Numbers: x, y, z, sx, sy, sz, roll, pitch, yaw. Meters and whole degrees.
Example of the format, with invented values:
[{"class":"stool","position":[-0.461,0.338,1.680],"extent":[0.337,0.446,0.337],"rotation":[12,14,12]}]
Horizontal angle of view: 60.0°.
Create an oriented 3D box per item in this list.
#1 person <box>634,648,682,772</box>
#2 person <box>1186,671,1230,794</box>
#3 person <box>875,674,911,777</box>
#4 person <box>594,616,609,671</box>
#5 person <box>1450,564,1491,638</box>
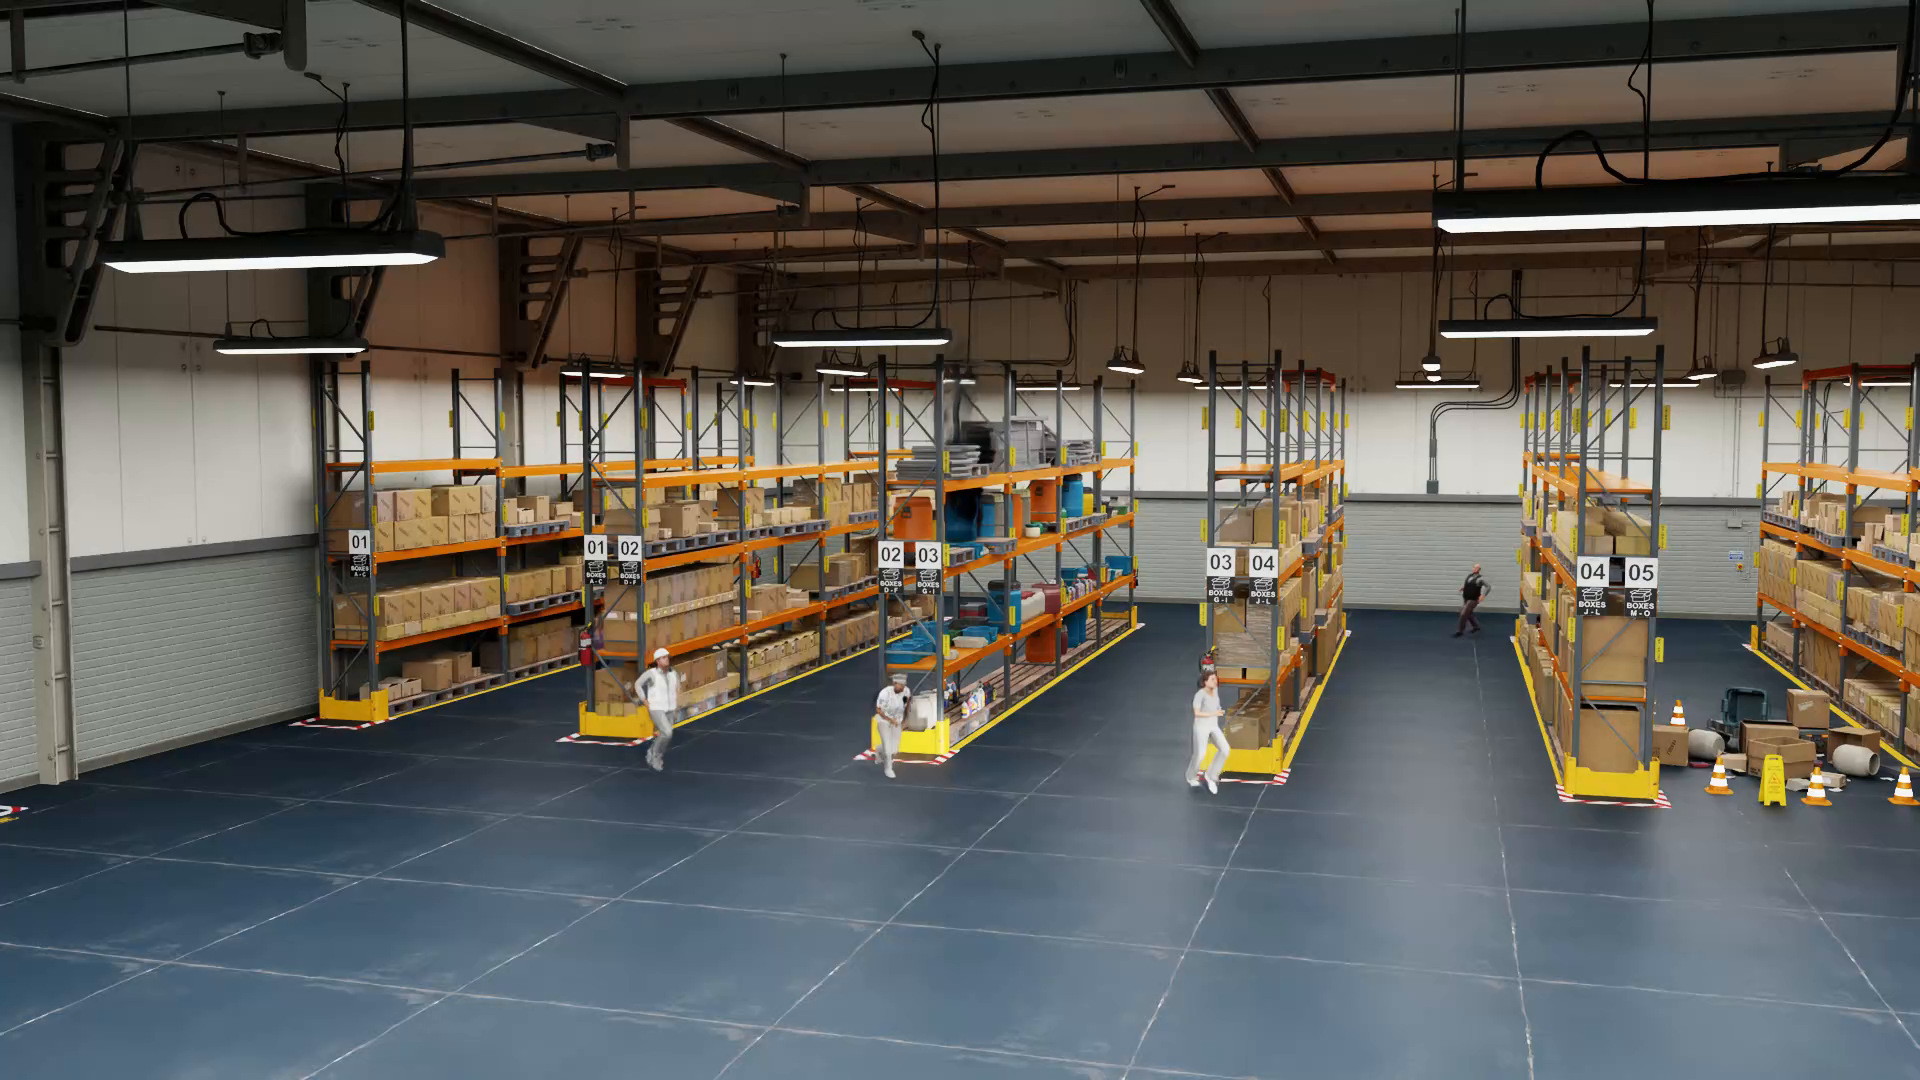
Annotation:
[{"class":"person","position":[-4.272,2.423,23.838],"extent":[0.721,1.753,0.646],"rotation":[4,5,42]},{"class":"person","position":[3.318,2.567,22.399],"extent":[0.590,1.657,0.799],"rotation":[-3,5,-34]},{"class":"person","position":[-0.953,2.595,23.449],"extent":[0.588,1.516,0.827],"rotation":[-2,5,-29]},{"class":"person","position":[-6.415,2.115,29.696],"extent":[0.522,1.554,0.555],"rotation":[0,4,3]},{"class":"person","position":[11.798,1.403,38.452],"extent":[0.872,1.710,0.702],"rotation":[-1,4,-16]}]
